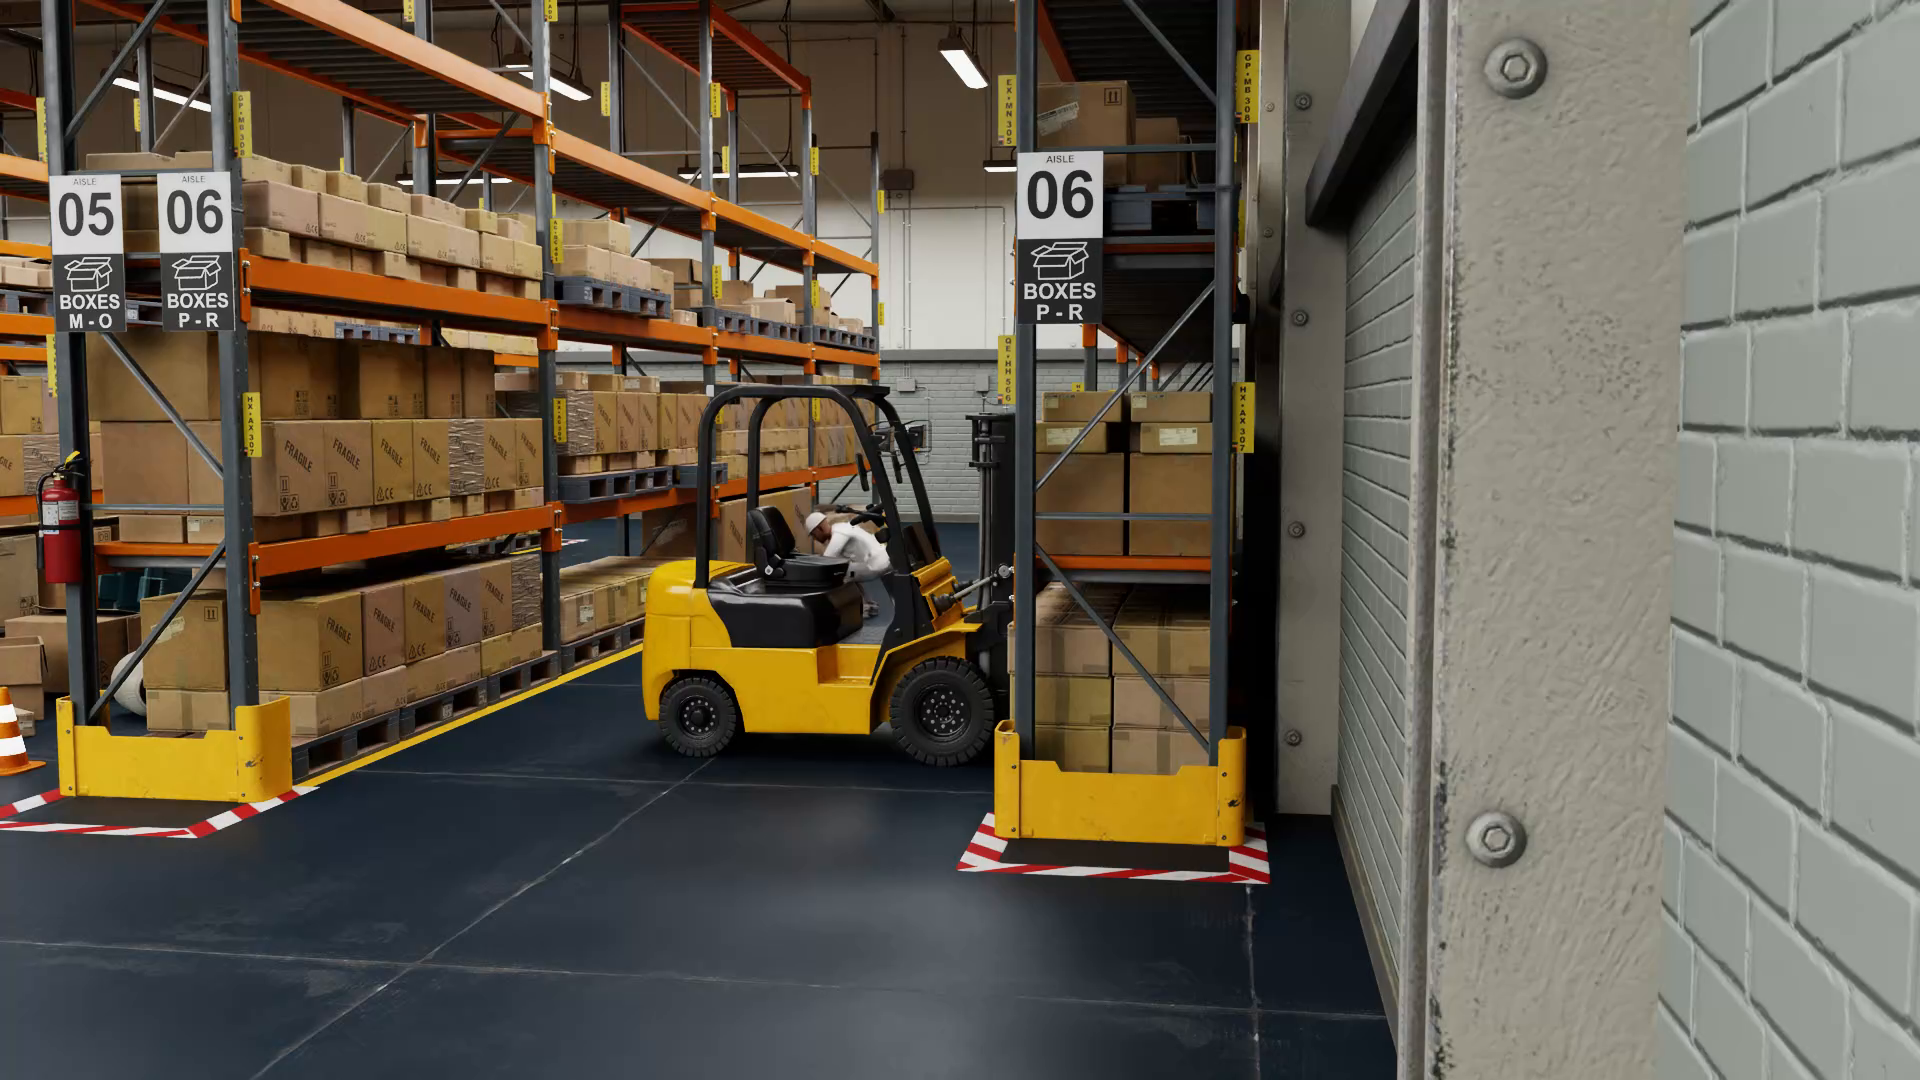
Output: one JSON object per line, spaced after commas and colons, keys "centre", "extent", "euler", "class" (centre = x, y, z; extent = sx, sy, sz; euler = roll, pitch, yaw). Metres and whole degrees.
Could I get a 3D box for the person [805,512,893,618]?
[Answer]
{"centre": [-1.092, 0.243, 16.174], "extent": [0.893, 1.027, 0.583], "euler": [1, 4, 8], "class": "person"}
